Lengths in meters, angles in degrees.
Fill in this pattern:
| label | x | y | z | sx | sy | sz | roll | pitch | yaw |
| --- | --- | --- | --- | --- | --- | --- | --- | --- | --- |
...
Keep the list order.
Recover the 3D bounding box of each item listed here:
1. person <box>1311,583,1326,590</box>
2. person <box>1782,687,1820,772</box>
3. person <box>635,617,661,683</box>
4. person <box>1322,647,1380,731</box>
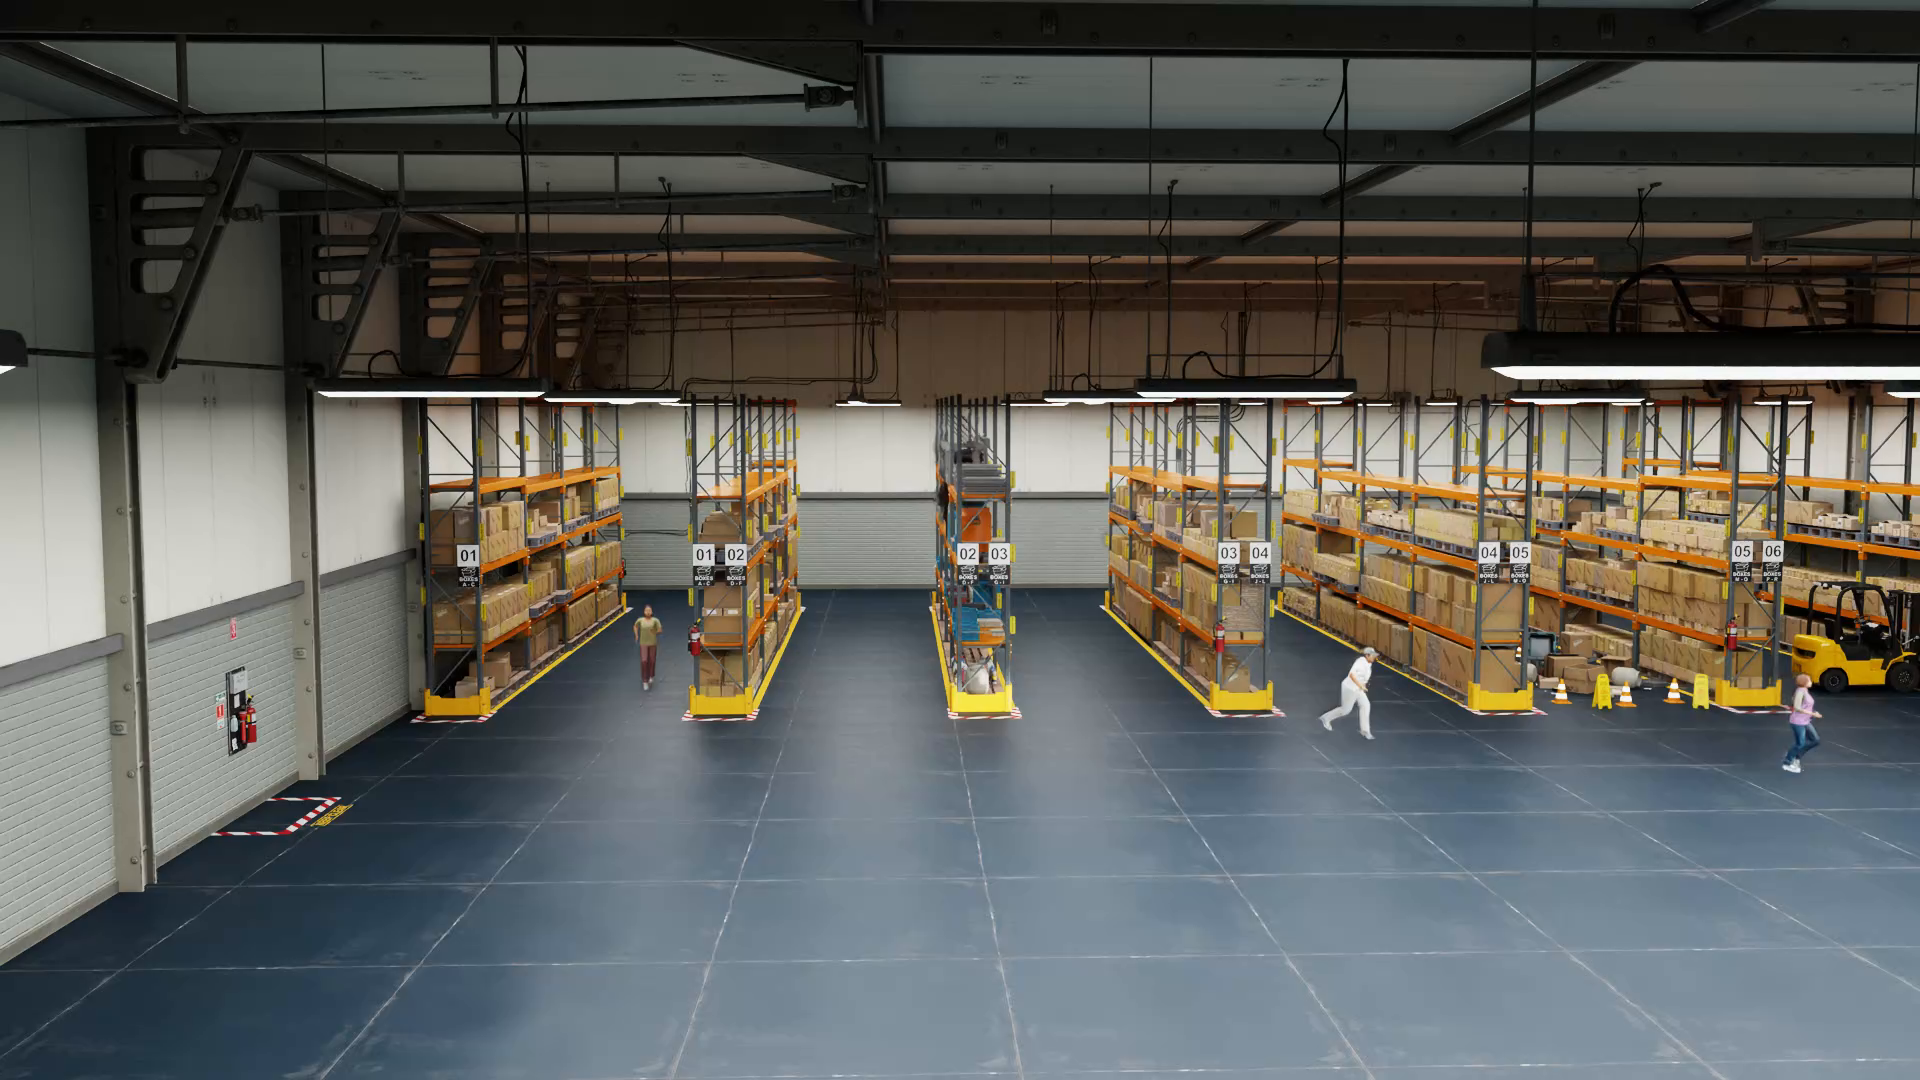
| label | x | y | z | sx | sy | sz | roll | pitch | yaw |
| --- | --- | --- | --- | --- | --- | --- | --- | --- | --- |
| person | 10.456 | 1.017 | 48.724 | 0.495 | 1.663 | 0.730 | 4 | 6 | 40 |
| person | 13.211 | 2.984 | 26.137 | 0.515 | 1.346 | 0.348 | 4 | 6 | 42 |
| person | -6.404 | 2.239 | 34.230 | 0.521 | 1.319 | 0.755 | -1 | 5 | -14 |
| person | 6.840 | 2.594 | 29.077 | 0.970 | 1.492 | 0.600 | 2 | 5 | 25 |
